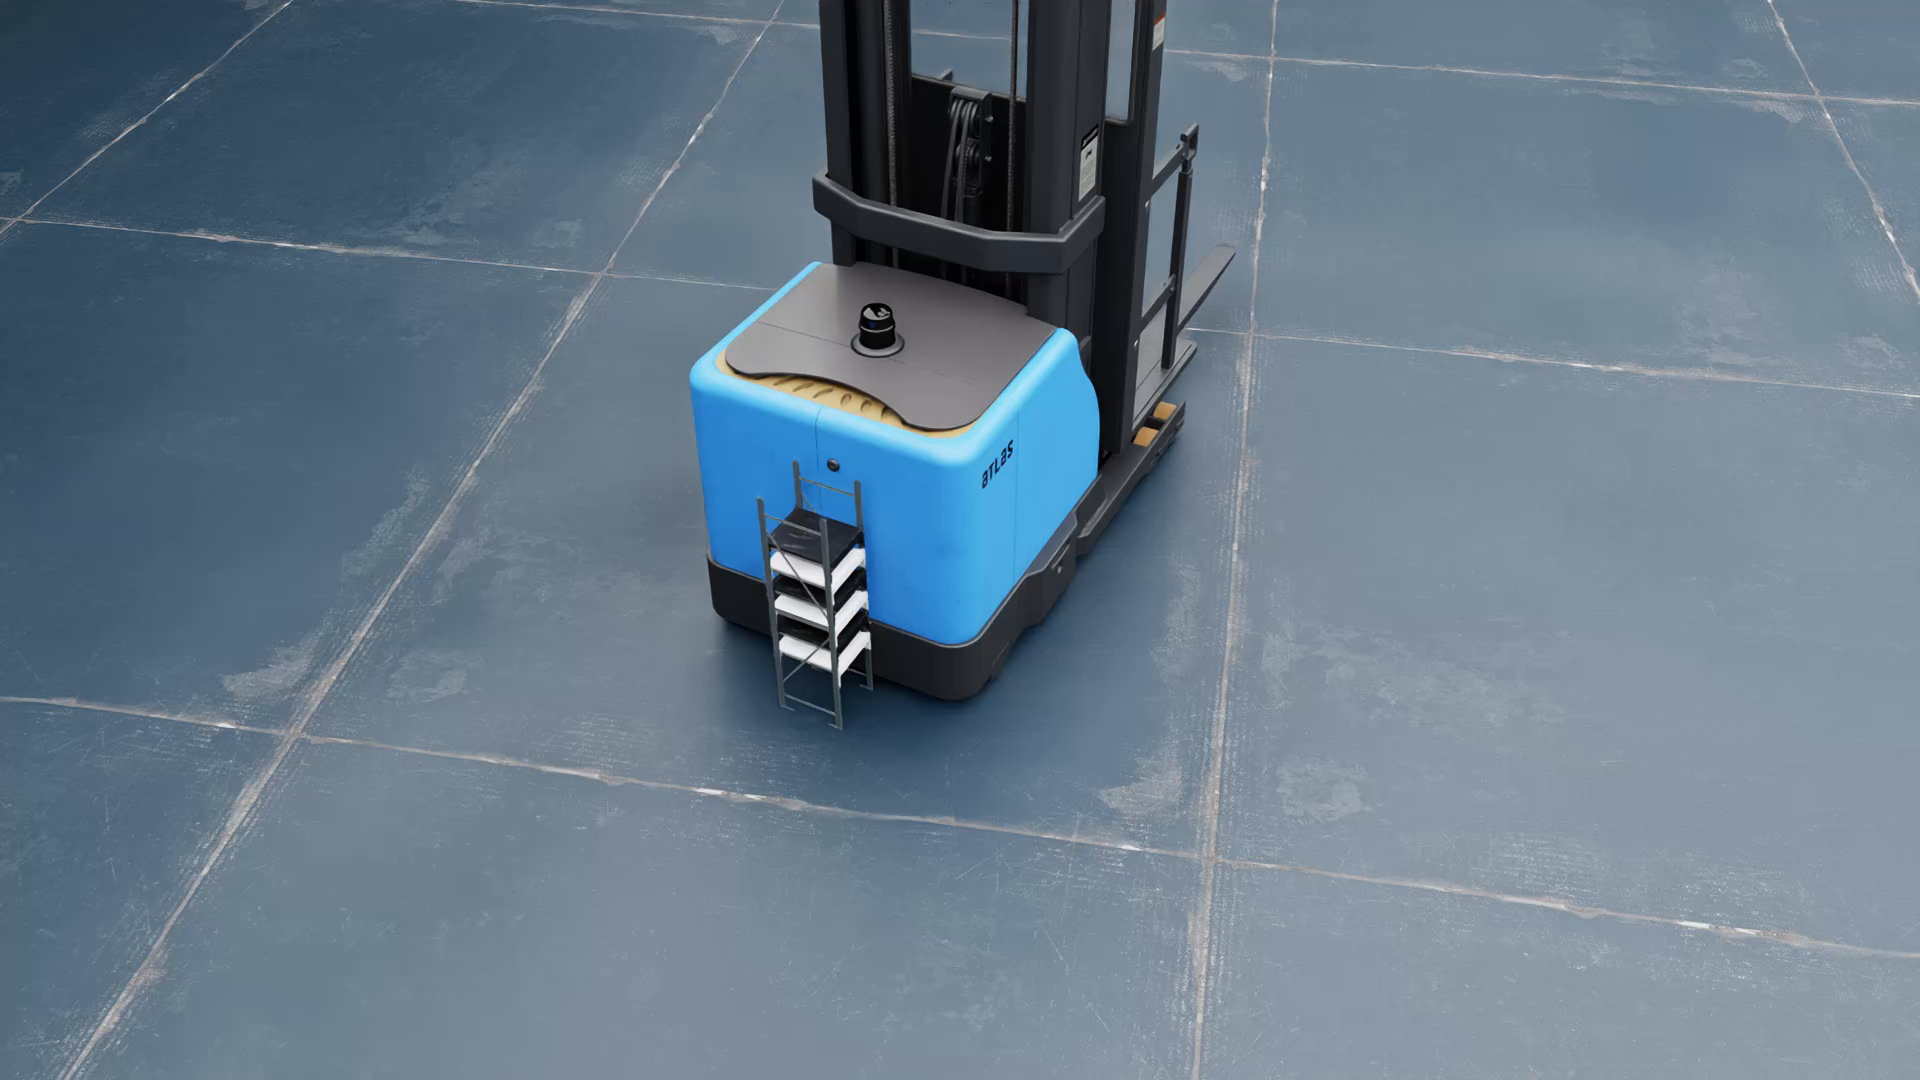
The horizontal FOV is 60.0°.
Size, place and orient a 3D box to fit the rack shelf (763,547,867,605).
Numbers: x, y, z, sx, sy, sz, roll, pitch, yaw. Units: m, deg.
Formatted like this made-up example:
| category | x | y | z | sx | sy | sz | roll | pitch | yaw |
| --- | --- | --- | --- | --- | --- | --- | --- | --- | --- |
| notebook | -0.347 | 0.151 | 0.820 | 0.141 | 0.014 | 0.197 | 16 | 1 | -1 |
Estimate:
| category | x | y | z | sx | sy | sz | roll | pitch | yaw |
| --- | --- | --- | --- | --- | --- | --- | --- | --- | --- |
| rack shelf | -0.453 | 0.079 | 5.215 | 0.258 | 0.077 | 0.200 | 18 | 44 | 21 |

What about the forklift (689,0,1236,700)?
| category | x | y | z | sx | sy | sz | roll | pitch | yaw |
| --- | --- | --- | --- | --- | --- | --- | --- | --- | --- |
| forklift | 0.253 | -1.531 | 5.801 | 1.130 | 2.935 | 3.031 | 18 | 43 | 21 |

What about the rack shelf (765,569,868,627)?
| category | x | y | z | sx | sy | sz | roll | pitch | yaw |
| --- | --- | --- | --- | --- | --- | --- | --- | --- | --- |
| rack shelf | -0.453 | 0.147 | 5.274 | 0.258 | 0.077 | 0.200 | 18 | 44 | 21 |

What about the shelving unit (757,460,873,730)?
| category | x | y | z | sx | sy | sz | roll | pitch | yaw |
| --- | --- | --- | --- | --- | --- | --- | --- | --- | --- |
| shelving unit | -0.452 | 0.190 | 5.311 | 0.258 | 0.900 | 0.210 | 18 | 44 | 21 |

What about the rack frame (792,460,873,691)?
| category | x | y | z | sx | sy | sz | roll | pitch | yaw |
| --- | --- | --- | --- | --- | --- | --- | --- | --- | --- |
| rack frame | -0.405 | 0.131 | 5.379 | 0.240 | 0.900 | 0.006 | 18 | 44 | 21 |

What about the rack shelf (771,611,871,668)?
| category | x | y | z | sx | sy | sz | roll | pitch | yaw |
| --- | --- | --- | --- | --- | --- | --- | --- | --- | --- |
| rack shelf | -0.451 | 0.284 | 5.391 | 0.258 | 0.077 | 0.200 | 18 | 44 | 21 |

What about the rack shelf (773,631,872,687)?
| category | x | y | z | sx | sy | sz | roll | pitch | yaw |
| --- | --- | --- | --- | --- | --- | --- | --- | --- | --- |
| rack shelf | -0.450 | 0.352 | 5.449 | 0.258 | 0.077 | 0.200 | 18 | 44 | 21 |

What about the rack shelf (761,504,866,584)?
| category | x | y | z | sx | sy | sz | roll | pitch | yaw |
| --- | --- | --- | --- | --- | --- | --- | --- | --- | --- |
| rack shelf | -0.454 | 0.010 | 5.157 | 0.258 | 0.077 | 0.200 | 18 | 44 | 21 |

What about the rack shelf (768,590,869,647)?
| category | x | y | z | sx | sy | sz | roll | pitch | yaw |
| --- | --- | --- | --- | --- | --- | --- | --- | --- | --- |
| rack shelf | -0.452 | 0.216 | 5.332 | 0.258 | 0.077 | 0.200 | 18 | 44 | 21 |

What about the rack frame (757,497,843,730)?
| category | x | y | z | sx | sy | sz | roll | pitch | yaw |
| --- | --- | --- | --- | --- | --- | --- | --- | --- | --- |
| rack frame | -0.499 | 0.249 | 5.242 | 0.240 | 0.900 | 0.006 | 18 | 44 | 21 |
